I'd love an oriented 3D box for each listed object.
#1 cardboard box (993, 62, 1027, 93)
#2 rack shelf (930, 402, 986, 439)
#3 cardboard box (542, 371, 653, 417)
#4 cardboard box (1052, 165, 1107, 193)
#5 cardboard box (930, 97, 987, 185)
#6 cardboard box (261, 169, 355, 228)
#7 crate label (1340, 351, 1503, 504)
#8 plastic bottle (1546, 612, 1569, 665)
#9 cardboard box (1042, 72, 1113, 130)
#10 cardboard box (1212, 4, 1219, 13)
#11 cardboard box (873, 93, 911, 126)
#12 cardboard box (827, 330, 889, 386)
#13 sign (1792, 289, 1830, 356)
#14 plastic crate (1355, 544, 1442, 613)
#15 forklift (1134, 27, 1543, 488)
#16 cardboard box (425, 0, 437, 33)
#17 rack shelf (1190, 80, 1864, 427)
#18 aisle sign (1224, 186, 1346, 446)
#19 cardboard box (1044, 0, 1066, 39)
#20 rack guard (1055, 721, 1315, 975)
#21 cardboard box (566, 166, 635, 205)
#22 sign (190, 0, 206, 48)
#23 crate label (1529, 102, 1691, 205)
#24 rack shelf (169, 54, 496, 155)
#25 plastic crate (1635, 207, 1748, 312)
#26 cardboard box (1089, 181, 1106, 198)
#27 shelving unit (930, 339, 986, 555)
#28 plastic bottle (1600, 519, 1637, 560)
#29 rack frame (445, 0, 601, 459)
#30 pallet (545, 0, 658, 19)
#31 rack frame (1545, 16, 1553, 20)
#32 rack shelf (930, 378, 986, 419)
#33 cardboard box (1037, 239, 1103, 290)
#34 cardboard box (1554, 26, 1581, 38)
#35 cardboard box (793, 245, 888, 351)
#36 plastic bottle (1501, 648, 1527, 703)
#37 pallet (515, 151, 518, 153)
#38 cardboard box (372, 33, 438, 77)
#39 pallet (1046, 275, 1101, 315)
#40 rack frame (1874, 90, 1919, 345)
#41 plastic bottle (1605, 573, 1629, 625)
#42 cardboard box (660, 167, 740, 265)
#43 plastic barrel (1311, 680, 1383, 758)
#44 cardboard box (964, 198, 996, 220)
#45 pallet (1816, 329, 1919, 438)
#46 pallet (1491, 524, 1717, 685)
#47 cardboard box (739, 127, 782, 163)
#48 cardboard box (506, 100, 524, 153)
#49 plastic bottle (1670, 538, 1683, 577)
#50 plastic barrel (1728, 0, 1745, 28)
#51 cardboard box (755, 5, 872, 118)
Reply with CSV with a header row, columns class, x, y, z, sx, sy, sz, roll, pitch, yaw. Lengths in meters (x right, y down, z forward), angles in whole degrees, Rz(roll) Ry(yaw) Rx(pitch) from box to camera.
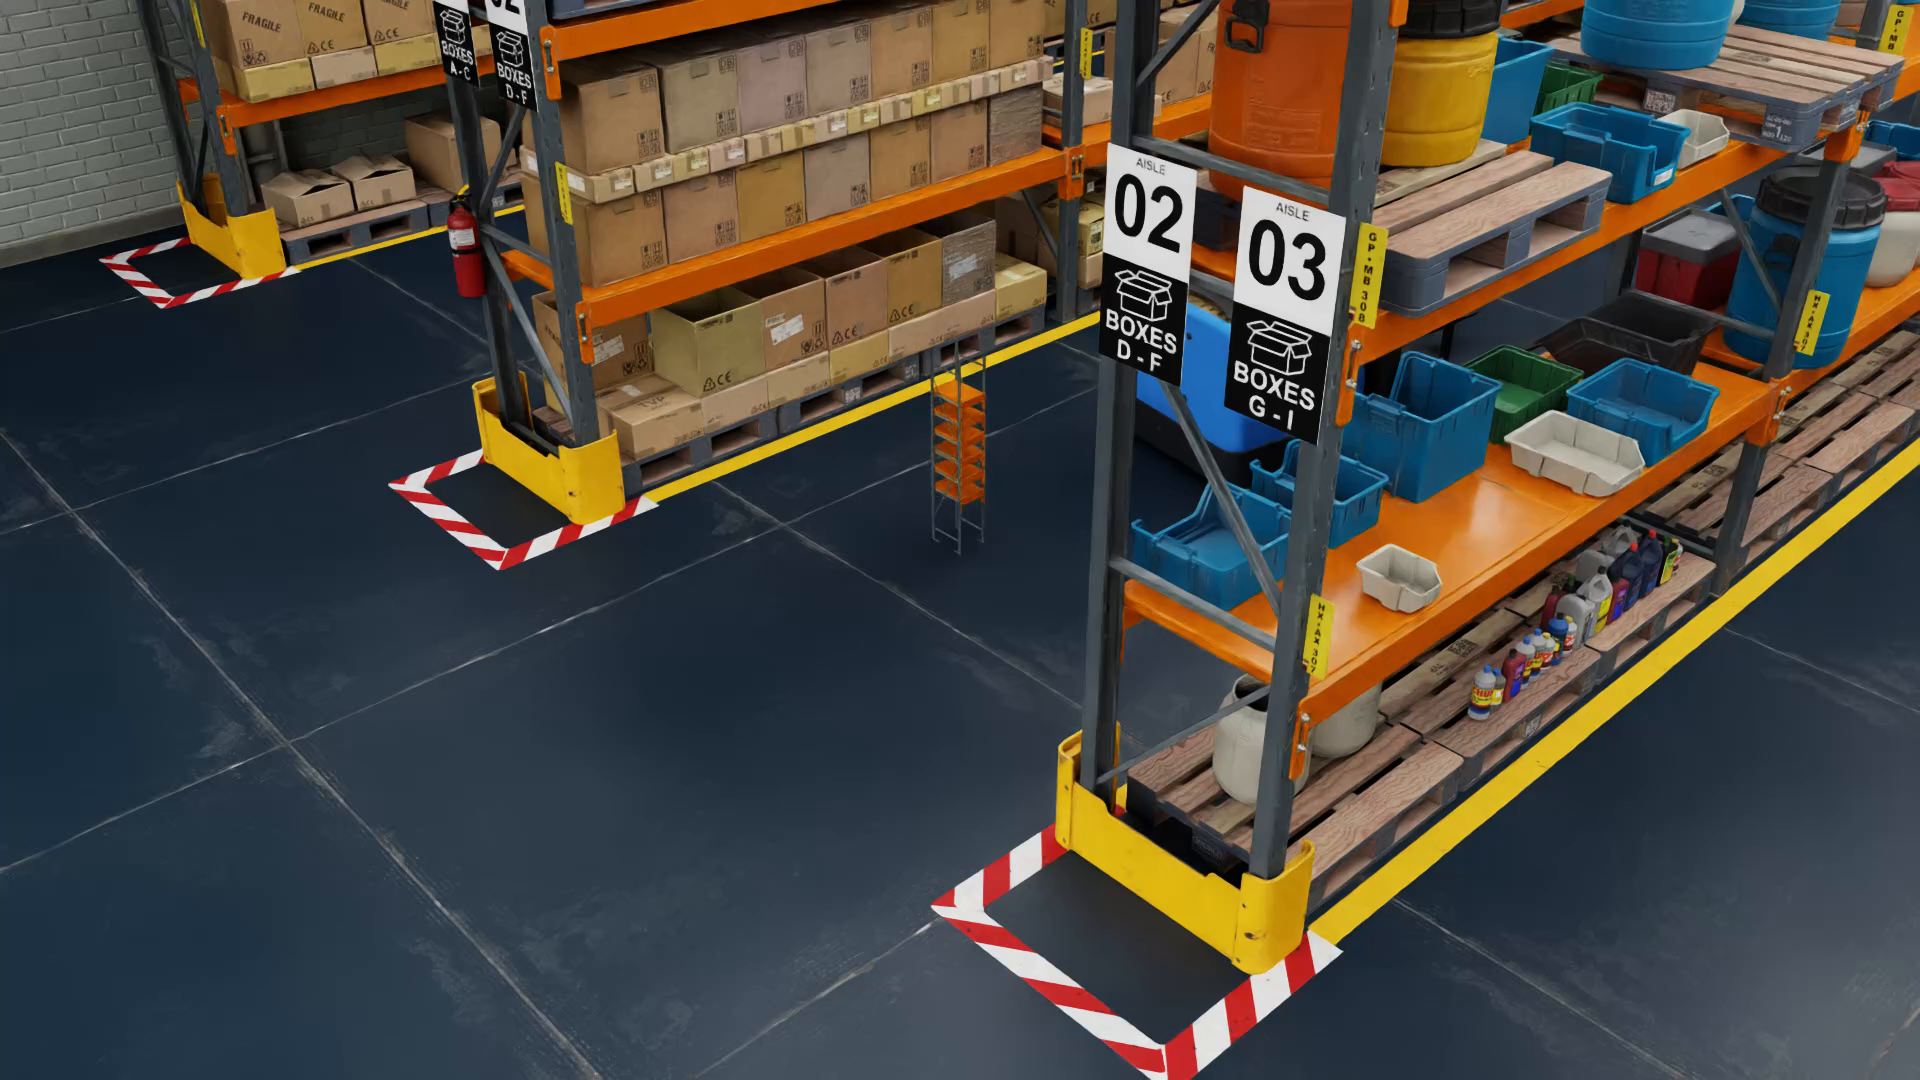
class,x,y,z,sx,sy,sz,roll,pitch,yaw
cardboard box,0.228,-3.118,11.091,0.250,0.149,0.380,-27,40,-36
rack shelf,-0.011,-0.674,9.161,0.180,0.103,0.258,-26,40,-35
cardboard box,-2.277,-0.955,10.504,0.500,0.250,0.500,-26,40,-35
cardboard box,0.943,-2.750,12.902,0.500,0.311,0.500,-25,39,-34
cardboard box,-0.239,-2.757,11.123,0.500,0.500,0.700,-26,40,-36
cardboard box,-5.272,-2.791,13.428,0.500,0.311,0.500,24,39,34
crate label,2.062,-0.521,7.527,0.616,0.435,0.502,-26,40,-35
plastic bottle,2.911,0.474,8.127,0.097,0.271,0.097,0,31,0
cardboard box,0.795,-3.192,12.072,0.500,0.250,0.500,-23,38,-33
cardboard box,2.178,-3.924,13.031,0.500,0.500,0.500,27,40,36
cardboard box,-0.522,-2.755,10.497,0.250,0.149,0.380,-25,39,-34
cardboard box,-0.824,-1.288,11.049,0.500,0.250,0.500,-26,40,-35
sign,4.195,-1.072,8.196,0.005,0.325,0.100,-26,40,-35
plastic crate,1.771,0.169,6.686,0.250,0.136,0.298,-26,40,-35
forklift,2.580,-2.137,10.269,3.031,2.935,1.130,-19,36,-28
cardboard box,-4.163,-4.398,13.307,0.500,0.500,0.500,-24,39,-34
rack shelf,2.363,-1.431,6.864,4.000,0.370,1.077,-26,40,-35
aisle sign,1.042,-0.721,5.396,0.004,0.787,0.394,-26,40,-35
cardboard box,0.655,-5.849,17.933,0.750,0.750,0.750,-26,40,-36
rack guard,0.920,1.272,7.025,0.348,0.500,1.175,-26,40,-35
cardboard box,-2.035,-2.022,9.297,0.250,0.149,0.380,-26,40,-36
sign,-5.471,-3.701,11.932,0.005,0.325,0.100,-26,40,-35
crate label,2.493,-1.503,6.434,0.408,0.251,0.502,-26,40,-35
rack shelf,-4.373,-3.942,13.845,4.000,0.370,1.077,-26,40,-35
plastic crate,3.976,-1.484,9.075,0.583,0.464,0.402,-26,40,-35
cardboard box,1.307,-2.536,12.553,0.500,0.311,0.500,-26,40,-36
shelving unit,-0.011,-0.507,9.263,0.189,1.200,0.258,-26,40,-35
plastic bottle,3.455,0.058,8.732,0.185,0.351,0.144,-26,40,-35
rack frame,-2.469,-1.645,9.400,0.127,3.000,1.000,-26,40,-35
pallet,-1.933,-3.128,9.034,1.213,0.211,1.003,-26,40,-35
rack frame,6.330,-5.902,16.361,0.127,3.000,1.000,-26,40,-35
rack shelf,-0.011,-0.776,9.098,0.180,0.103,0.258,-26,40,-35
cardboard box,0.928,-2.119,12.407,0.500,0.250,0.500,-27,40,-37
cardboard box,6.163,-4.738,16.433,0.500,0.500,0.500,-26,40,-36
cardboard box,-0.823,-1.608,10.852,0.500,0.500,0.500,-26,40,-35
plastic bottle,2.616,0.625,7.869,0.133,0.283,0.061,-25,39,-35
pallet,-3.375,-3.516,15.133,1.213,0.211,1.003,-26,40,-35
cardboard box,-4.518,-3.903,13.217,0.500,0.250,0.500,-27,40,-36
pallet,0.978,-2.151,12.899,1.213,0.211,1.003,-26,40,-35
rack frame,6.762,-2.587,10.939,0.127,3.000,1.000,-26,40,-35
plastic bottle,3.321,0.284,8.427,0.133,0.283,0.061,-23,38,-32
cardboard box,-1.736,-2.037,9.944,0.500,0.500,0.700,-25,39,-34
plastic barrel,1.694,0.693,7.559,0.421,0.512,0.421,0,31,0
cardboard box,-0.089,-2.345,12.059,0.500,0.500,0.500,-26,40,-35
pallet,6.168,-1.137,11.242,1.213,0.211,1.003,-26,40,-35
pallet,3.308,0.244,8.983,1.213,0.211,1.003,-26,40,-35
cardboard box,-1.279,-2.388,9.897,0.250,0.149,0.380,-27,41,-37
cardboard box,-3.641,-3.696,14.727,0.500,0.500,0.500,26,40,35
plastic bottle,3.775,0.086,8.829,0.097,0.201,0.097,0,31,0
plastic barrel,3.380,-2.597,7.571,0.421,0.512,0.421,0,31,0
cardboard box,-0.961,-2.966,10.221,0.500,0.500,0.700,-26,40,-35
